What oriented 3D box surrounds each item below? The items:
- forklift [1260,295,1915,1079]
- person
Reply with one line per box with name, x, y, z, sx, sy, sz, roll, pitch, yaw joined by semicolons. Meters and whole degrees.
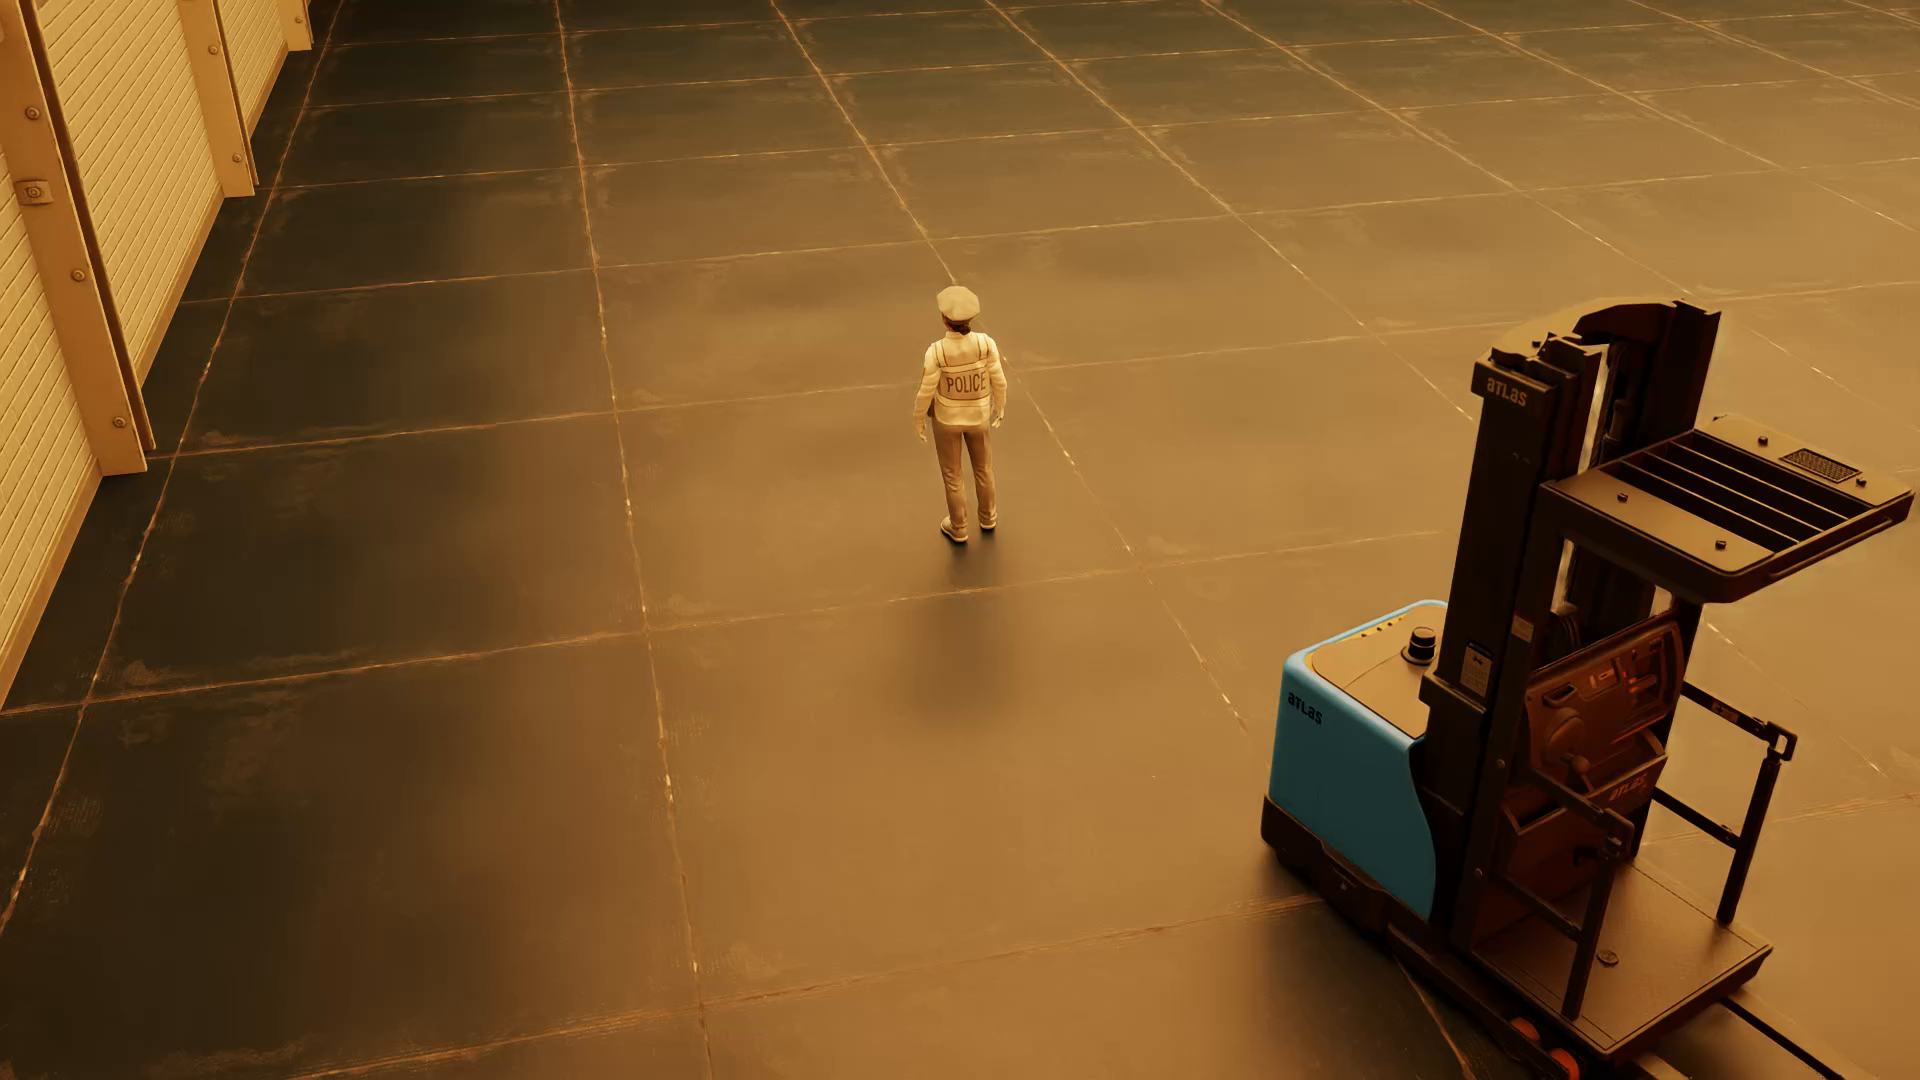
forklift;2.664;0.670;6.418;1.130;2.935;3.031;-18;35;-28
person;-0.009;-0.774;10.131;0.586;1.694;0.530;-7;31;-12
